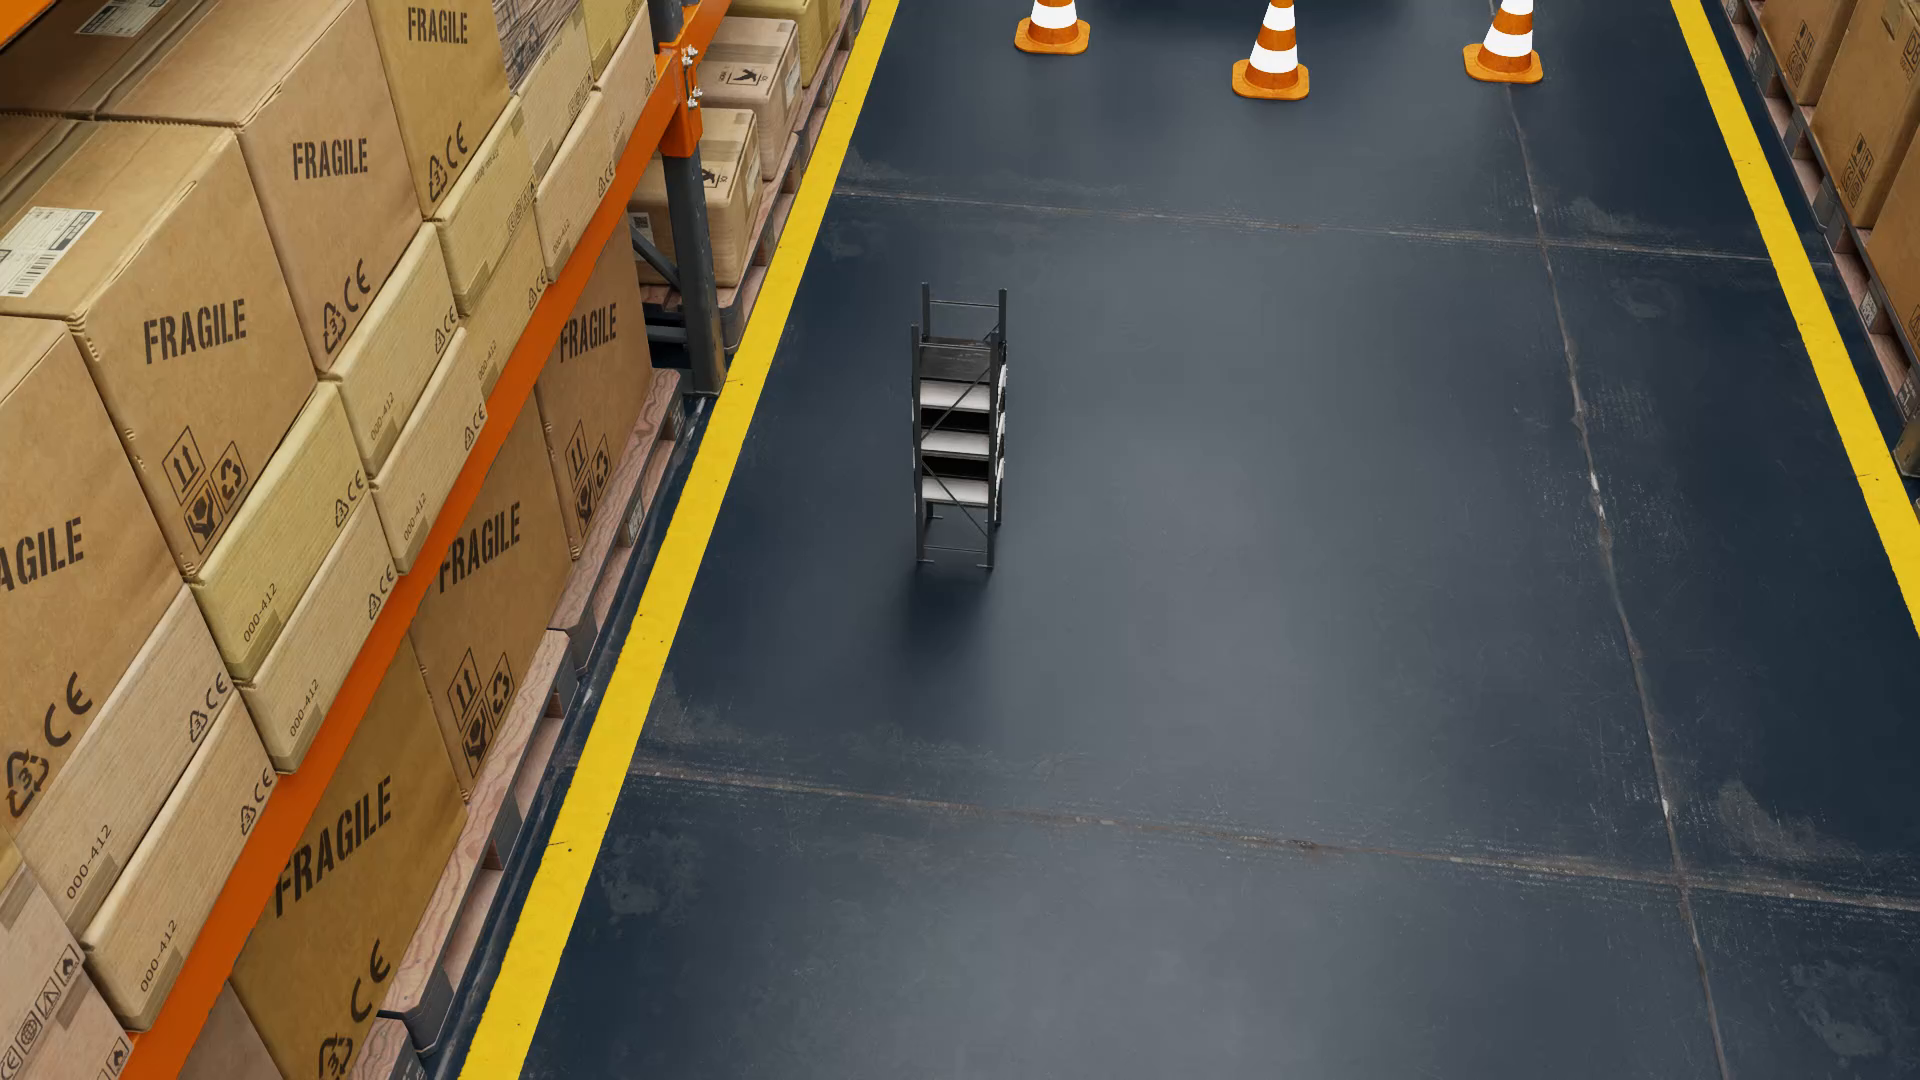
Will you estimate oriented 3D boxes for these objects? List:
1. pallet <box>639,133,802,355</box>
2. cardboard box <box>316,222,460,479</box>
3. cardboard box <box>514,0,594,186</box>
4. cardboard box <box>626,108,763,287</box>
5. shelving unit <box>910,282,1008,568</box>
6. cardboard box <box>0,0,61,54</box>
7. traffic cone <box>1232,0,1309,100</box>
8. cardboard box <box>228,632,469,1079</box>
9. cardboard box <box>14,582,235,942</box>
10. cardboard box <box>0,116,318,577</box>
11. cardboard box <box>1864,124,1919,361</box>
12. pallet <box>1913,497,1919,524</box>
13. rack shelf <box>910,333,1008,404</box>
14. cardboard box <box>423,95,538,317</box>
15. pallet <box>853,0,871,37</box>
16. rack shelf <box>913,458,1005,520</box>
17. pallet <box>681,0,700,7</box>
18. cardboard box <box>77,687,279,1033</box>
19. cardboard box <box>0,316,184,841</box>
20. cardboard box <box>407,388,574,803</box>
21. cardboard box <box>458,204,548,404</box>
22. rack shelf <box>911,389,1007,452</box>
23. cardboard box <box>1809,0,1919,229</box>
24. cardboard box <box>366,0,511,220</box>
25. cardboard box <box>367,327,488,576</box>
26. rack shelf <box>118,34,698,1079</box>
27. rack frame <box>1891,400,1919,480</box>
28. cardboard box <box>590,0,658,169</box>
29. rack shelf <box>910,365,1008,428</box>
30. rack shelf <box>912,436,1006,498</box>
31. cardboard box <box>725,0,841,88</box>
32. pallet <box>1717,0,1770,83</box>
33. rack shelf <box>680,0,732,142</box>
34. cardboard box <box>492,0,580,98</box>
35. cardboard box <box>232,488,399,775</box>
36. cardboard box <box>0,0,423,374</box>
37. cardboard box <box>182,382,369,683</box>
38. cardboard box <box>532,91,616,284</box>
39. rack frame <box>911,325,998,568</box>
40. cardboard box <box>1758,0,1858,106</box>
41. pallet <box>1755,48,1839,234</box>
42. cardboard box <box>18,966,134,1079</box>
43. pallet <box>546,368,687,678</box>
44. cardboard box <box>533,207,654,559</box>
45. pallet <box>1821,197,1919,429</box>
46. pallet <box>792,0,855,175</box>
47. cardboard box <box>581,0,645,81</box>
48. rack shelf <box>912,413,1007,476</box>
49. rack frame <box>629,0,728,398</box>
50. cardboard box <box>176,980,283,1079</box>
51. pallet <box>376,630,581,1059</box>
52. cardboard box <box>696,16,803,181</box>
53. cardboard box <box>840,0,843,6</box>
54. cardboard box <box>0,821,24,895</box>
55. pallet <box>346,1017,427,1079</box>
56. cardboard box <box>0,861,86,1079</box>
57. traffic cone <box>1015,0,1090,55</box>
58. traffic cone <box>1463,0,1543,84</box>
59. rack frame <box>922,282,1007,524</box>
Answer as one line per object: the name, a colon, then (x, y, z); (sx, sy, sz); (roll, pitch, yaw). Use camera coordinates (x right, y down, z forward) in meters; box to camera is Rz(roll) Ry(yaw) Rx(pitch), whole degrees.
pallet: (-1.218, -1.190, 6.353); (1.003, 0.211, 1.213); (5, 44, 6)
cardboard box: (-1.315, -0.389, 3.225); (0.500, 0.250, 0.500); (4, 44, 4)
cardboard box: (-1.199, -1.094, 3.969); (0.500, 0.250, 0.500); (4, 44, 4)
cardboard box: (-1.239, -1.252, 5.997); (0.950, 0.372, 0.625); (3, 43, 3)
shelving unit: (-0.001, -0.321, 4.935); (0.258, 0.900, 0.210); (5, 44, 6)
cardboard box: (-1.841, -0.722, 3.030); (0.500, 0.500, 0.500); (6, 44, 6)
traffic cone: (1.382, -2.214, 7.251); (0.336, 0.463, 0.334); (5, 44, 6)
cardboard box: (-1.738, 0.629, 3.644); (0.875, 0.875, 0.875); (6, 44, 7)
cardboard box: (-1.473, 0.297, 2.500); (0.500, 0.250, 0.500); (6, 44, 6)
cardboard box: (-1.400, -0.308, 2.593); (0.500, 0.500, 0.500); (4, 44, 4)
cardboard box: (3.766, -1.031, 5.488); (1.050, 0.750, 0.750); (5, 44, 5)
pallet: (3.492, 0.256, 4.826); (1.003, 0.211, 1.213); (5, 44, 6)
rack shelf: (-0.001, -0.493, 4.772); (0.258, 0.077, 0.200); (5, 44, 6)
cardboard box: (-1.247, -0.743, 3.599); (0.500, 0.250, 0.500); (4, 44, 4)
pallet: (-0.896, -2.853, 8.109); (1.003, 0.211, 1.213); (5, 44, 6)
rack shelf: (-0.001, -0.166, 5.081); (0.258, 0.077, 0.200); (5, 44, 6)
pallet: (-1.335, -2.095, 5.421); (1.213, 0.211, 1.003); (5, 44, 6)
cardboard box: (-1.465, 0.482, 2.668); (0.500, 0.250, 0.500); (4, 44, 4)
cardboard box: (-1.469, 0.034, 2.233); (0.500, 0.500, 0.500); (5, 44, 5)
cardboard box: (-1.619, 0.020, 4.287); (0.875, 0.875, 0.875); (6, 44, 6)
cardboard box: (-1.267, -0.556, 3.764); (0.500, 0.250, 0.500); (5, 44, 5)
rack shelf: (-0.001, -0.362, 4.896); (0.258, 0.077, 0.200); (5, 44, 6)
cardboard box: (3.879, -1.627, 6.118); (1.050, 0.750, 0.750); (6, 44, 6)
cardboard box: (-1.264, -1.005, 3.330); (0.500, 0.500, 0.500); (5, 44, 6)
cardboard box: (-1.306, -0.206, 3.395); (0.500, 0.250, 0.500); (5, 44, 5)
rack shelf: (-1.588, -0.046, 3.640); (1.077, 0.370, 4.000); (5, 44, 6)
rack frame: (3.597, -1.289, 4.429); (1.000, 3.000, 0.127); (5, 44, 6)
cardboard box: (-1.133, -1.247, 4.494); (0.500, 0.250, 0.500); (4, 44, 4)
rack shelf: (-0.001, -0.428, 4.834); (0.258, 0.077, 0.200); (5, 44, 6)
rack shelf: (-0.001, -0.232, 5.020); (0.258, 0.077, 0.200); (5, 44, 6)
cardboard box: (-1.043, -2.272, 7.074); (0.950, 0.372, 0.625); (7, 44, 7)
pallet: (4.098, -2.469, 7.705); (1.003, 0.211, 1.213); (5, 44, 6)
rack shelf: (-1.059, -2.772, 6.519); (1.077, 0.370, 4.000); (5, 44, 6)
cardboard box: (-1.192, -1.343, 3.686); (0.500, 0.500, 0.500); (6, 44, 6)
cardboard box: (-1.382, 0.134, 3.036); (0.500, 0.250, 0.500); (5, 44, 5)
cardboard box: (-1.338, -0.661, 2.966); (0.500, 0.500, 0.500); (5, 44, 5)
cardboard box: (-1.380, -0.044, 2.861); (0.500, 0.250, 0.500); (6, 44, 6)
cardboard box: (-1.185, -0.897, 4.125); (0.500, 0.250, 0.500); (6, 44, 6)
rack frame: (-0.015, -0.252, 4.862); (0.240, 0.900, 0.006); (5, 44, 6)
cardboard box: (4.001, -2.262, 6.788); (1.050, 0.750, 0.750); (5, 44, 6)
pallet: (3.939, -1.636, 6.824); (1.003, 0.211, 1.213); (5, 44, 6)
cardboard box: (-1.532, 0.835, 2.296); (0.500, 0.250, 0.500); (4, 44, 5)
pallet: (-1.502, -0.127, 5.230); (1.003, 0.211, 1.213); (5, 44, 6)
cardboard box: (-1.497, -0.588, 4.929); (0.875, 0.875, 0.875); (5, 44, 5)
pallet: (3.776, -0.807, 5.948); (1.003, 0.211, 1.213); (5, 44, 6)
pallet: (-1.055, -2.019, 7.228); (1.003, 0.211, 1.213); (5, 44, 6)
cardboard box: (-1.135, -1.444, 4.338); (0.500, 0.250, 0.500); (5, 44, 5)
rack shelf: (-0.001, -0.297, 4.958); (0.258, 0.077, 0.200); (5, 44, 6)
rack frame: (-1.323, -1.670, 4.832); (1.000, 3.000, 0.127); (5, 44, 6)
cardboard box: (-1.849, 1.246, 2.993); (0.875, 0.875, 0.875); (6, 44, 7)
pallet: (-1.666, 0.702, 4.355); (1.003, 0.211, 1.213); (5, 44, 6)
cardboard box: (-1.149, -1.756, 6.529); (0.950, 0.372, 0.625); (4, 44, 5)
cardboard box: (-0.953, -2.746, 7.574); (0.950, 0.372, 0.625); (8, 44, 8)
cardboard box: (-1.509, 0.383, 1.864); (0.500, 0.500, 0.500); (6, 44, 6)
pallet: (-1.825, 1.536, 3.474); (1.003, 0.211, 1.213); (5, 44, 6)
cardboard box: (-1.514, 0.655, 2.122); (0.500, 0.250, 0.500); (4, 44, 4)
traffic cone: (0.429, -2.502, 7.556); (0.336, 0.463, 0.334); (5, 44, 6)
traffic cone: (2.452, -2.317, 7.360); (0.336, 0.463, 0.334); (5, 44, 6)
rack frame: (0.012, -0.391, 5.008); (0.240, 0.900, 0.006); (5, 44, 6)
